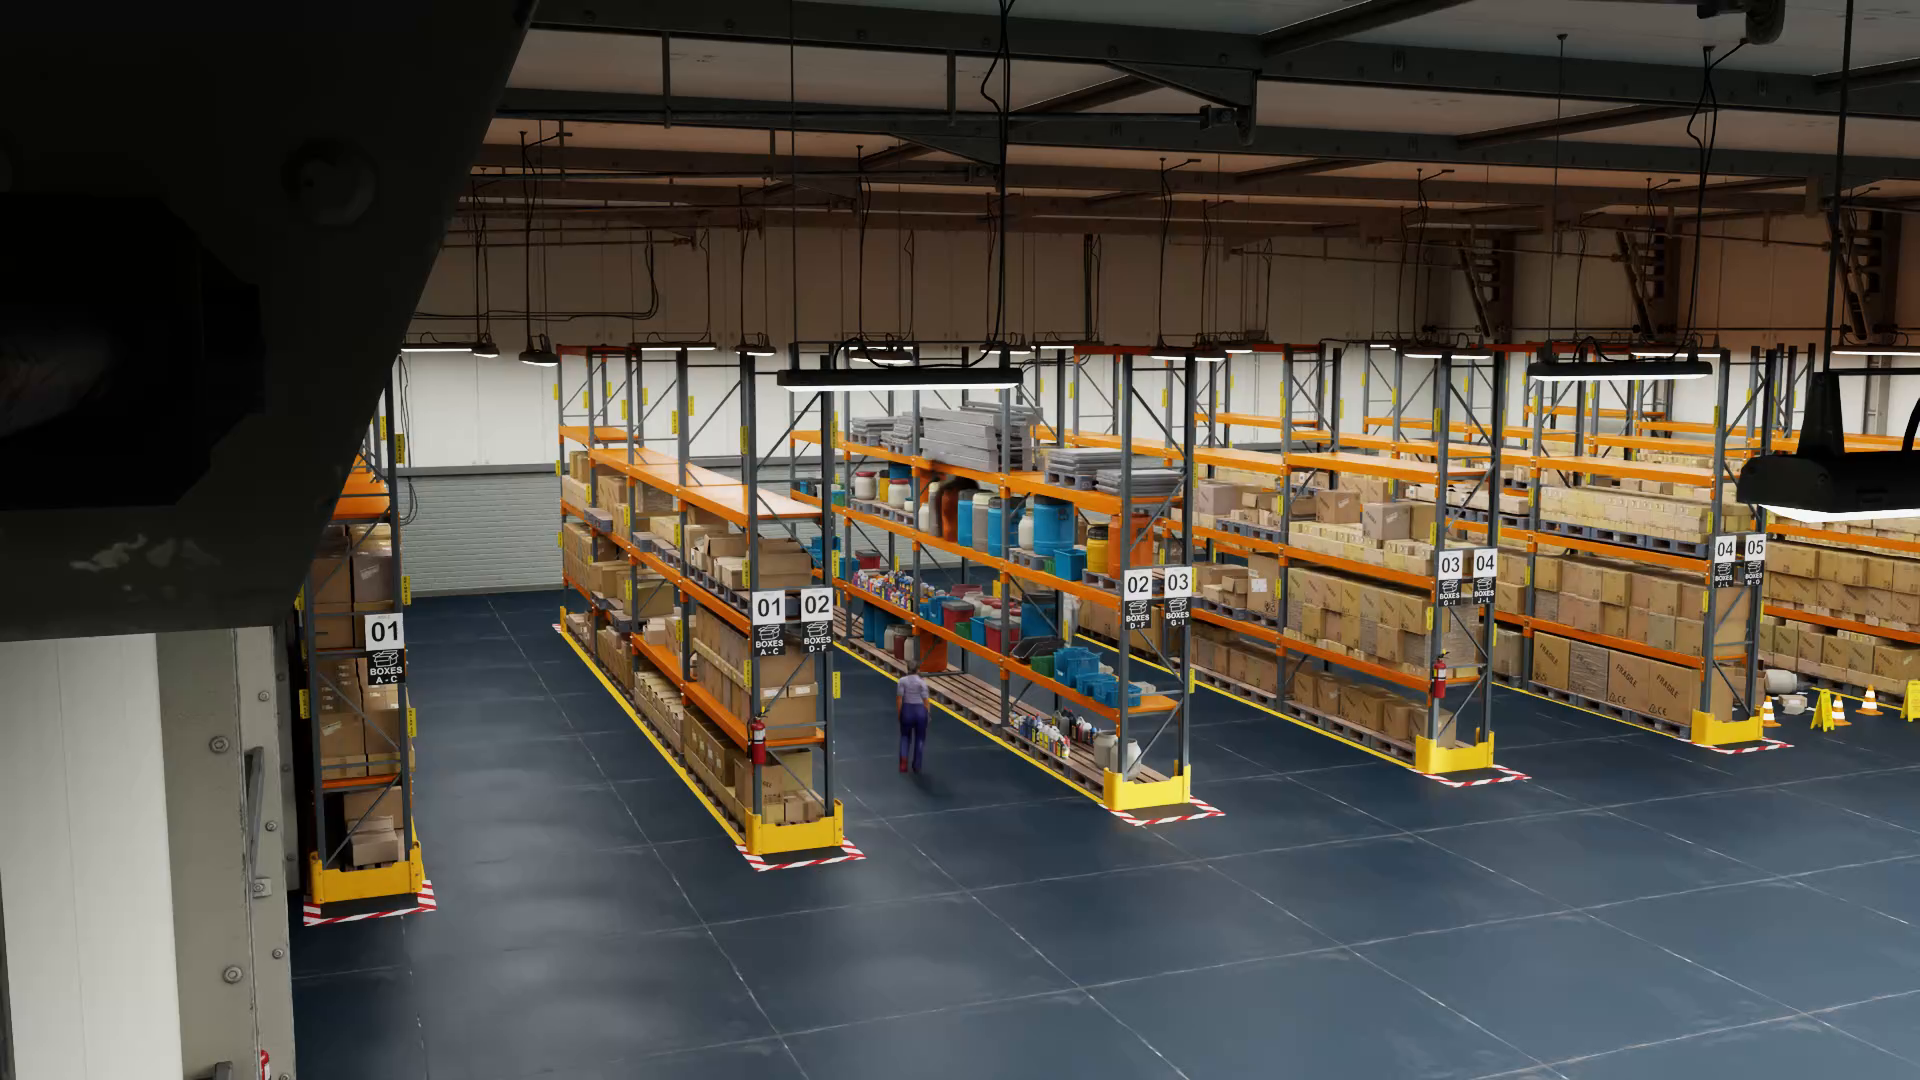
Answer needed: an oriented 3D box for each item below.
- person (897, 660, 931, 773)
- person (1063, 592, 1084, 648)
[{"bbox_3d":[-0.665,2.536,23.679,0.490,1.579,0.475,2,7,12],"label":"person"},{"bbox_3d":[2.124,1.298,31.491,0.552,1.670,0.725,-2,8,-18],"label":"person"}]
